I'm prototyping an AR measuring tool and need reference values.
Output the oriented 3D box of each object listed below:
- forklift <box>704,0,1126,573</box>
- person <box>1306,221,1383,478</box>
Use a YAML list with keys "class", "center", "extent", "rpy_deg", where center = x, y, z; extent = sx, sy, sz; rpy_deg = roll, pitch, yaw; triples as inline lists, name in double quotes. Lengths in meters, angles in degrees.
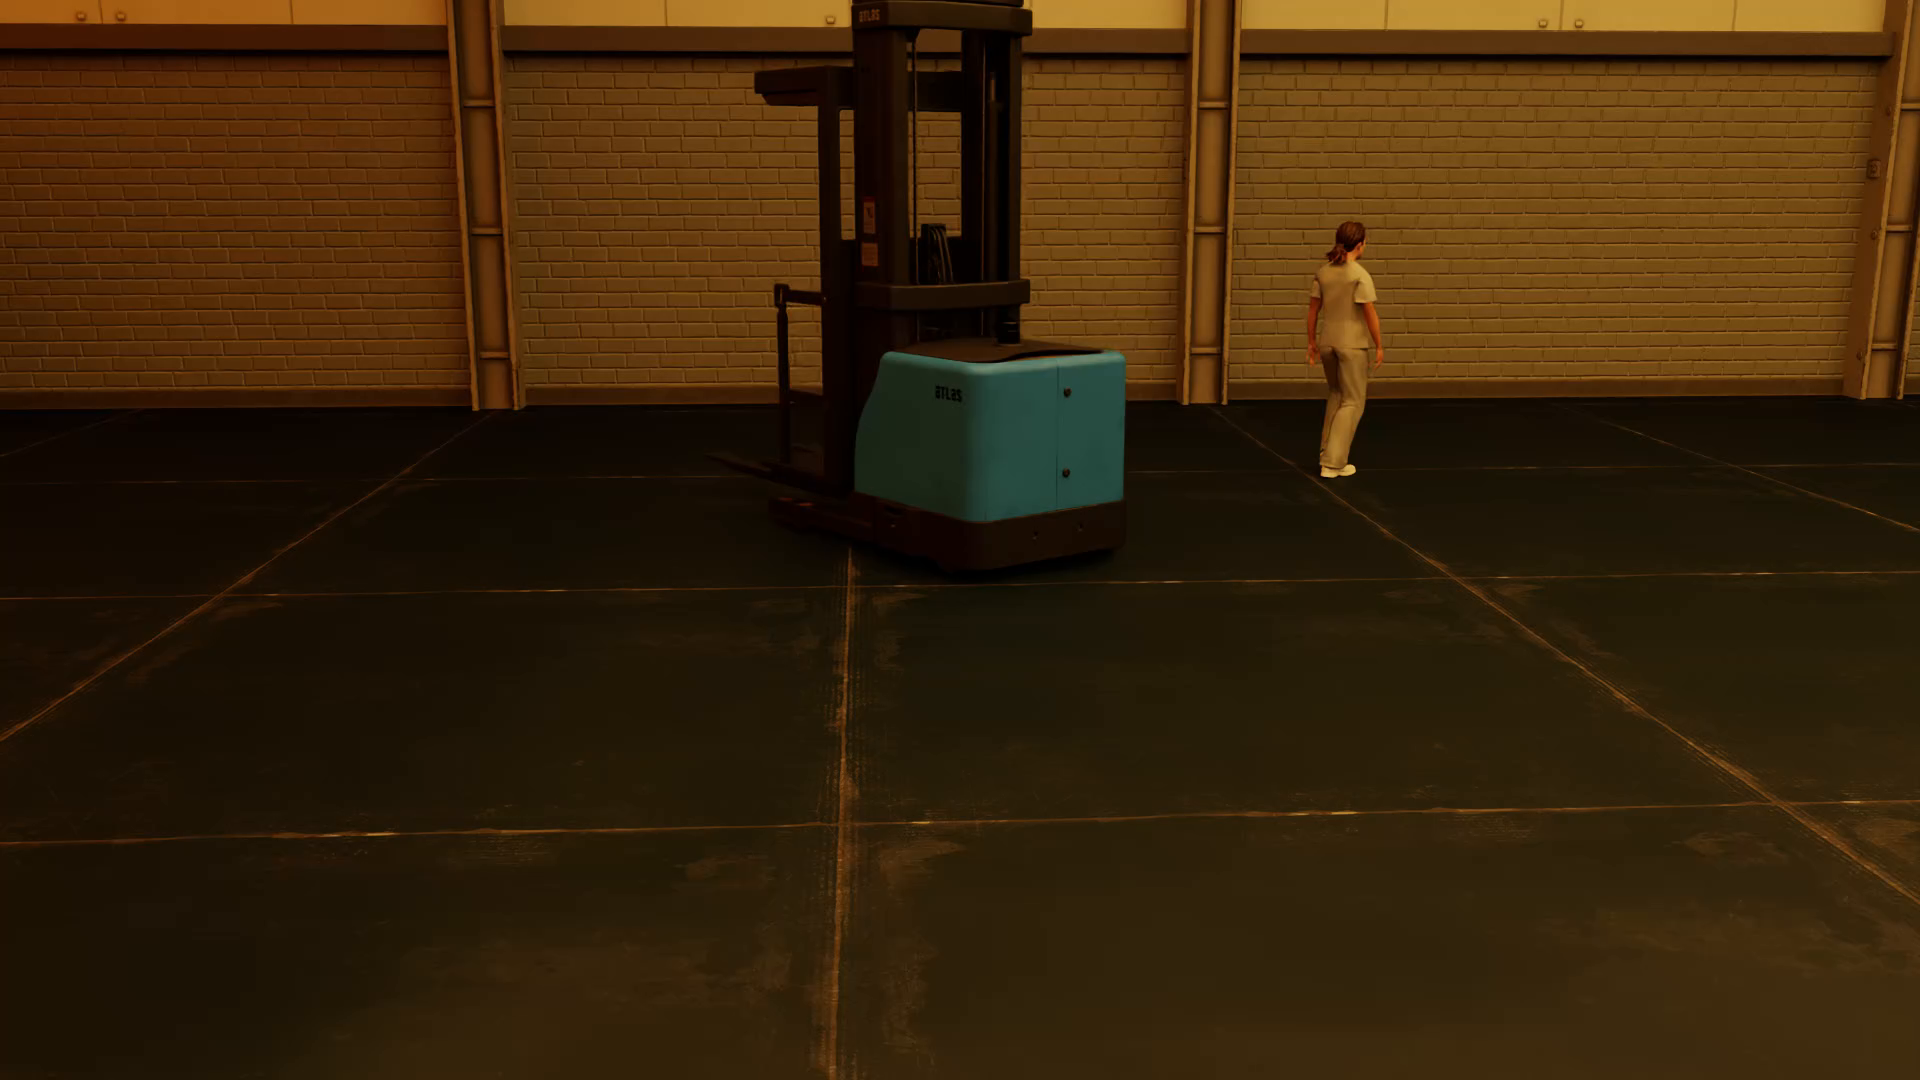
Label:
- class: "forklift"
  center: [-0.431, -1.535, 9.247]
  extent: [1.130, 2.935, 3.031]
  rpy_deg: [-10, 16, -36]
- class: "person"
  center: [2.541, -1.228, 10.931]
  extent: [0.530, 1.710, 0.545]
  rpy_deg: [-9, 16, -36]
